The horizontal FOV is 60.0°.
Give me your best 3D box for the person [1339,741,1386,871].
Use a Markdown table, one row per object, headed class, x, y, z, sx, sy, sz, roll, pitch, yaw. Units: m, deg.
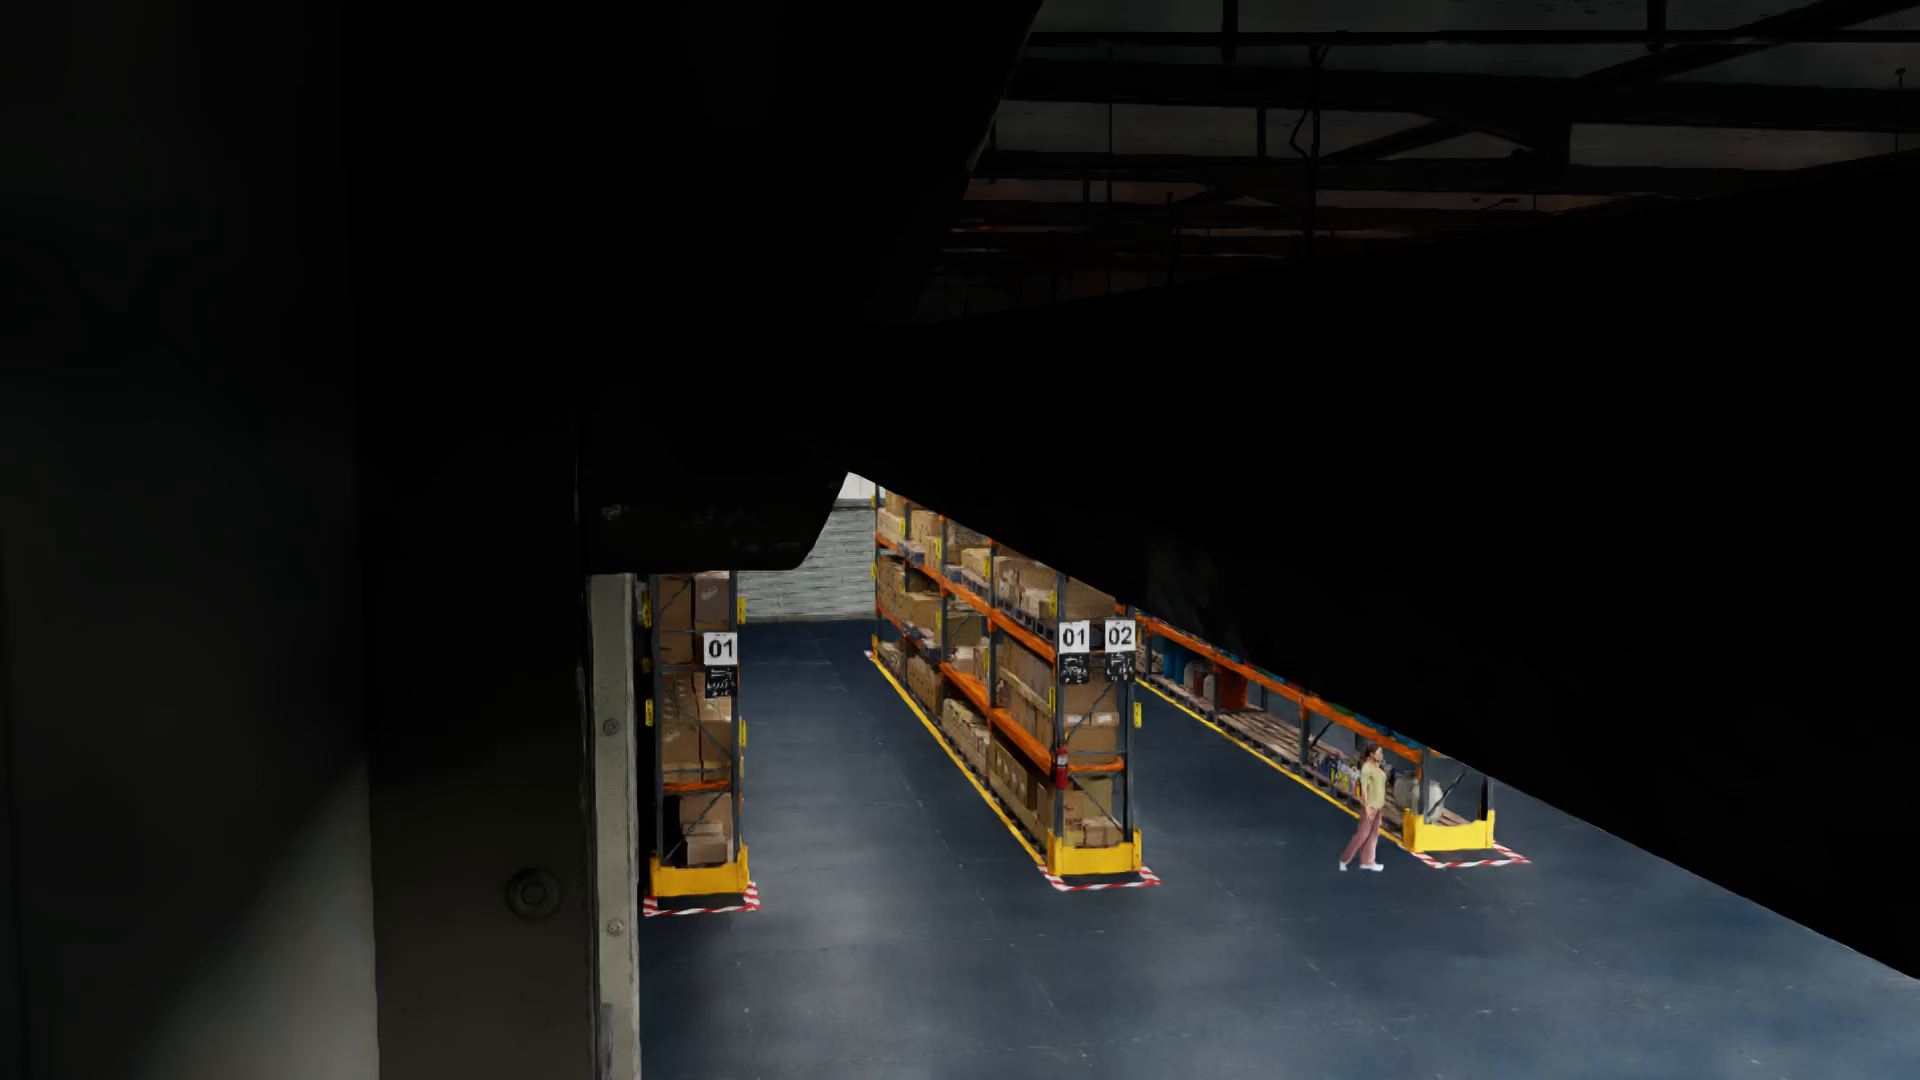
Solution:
| class | x | y | z | sx | sy | sz | roll | pitch | yaw |
| --- | --- | --- | --- | --- | --- | --- | --- | --- | --- |
| person | 5.057 | 3.362 | 20.929 | 0.476 | 1.664 | 0.648 | 4 | 7 | 35 |
